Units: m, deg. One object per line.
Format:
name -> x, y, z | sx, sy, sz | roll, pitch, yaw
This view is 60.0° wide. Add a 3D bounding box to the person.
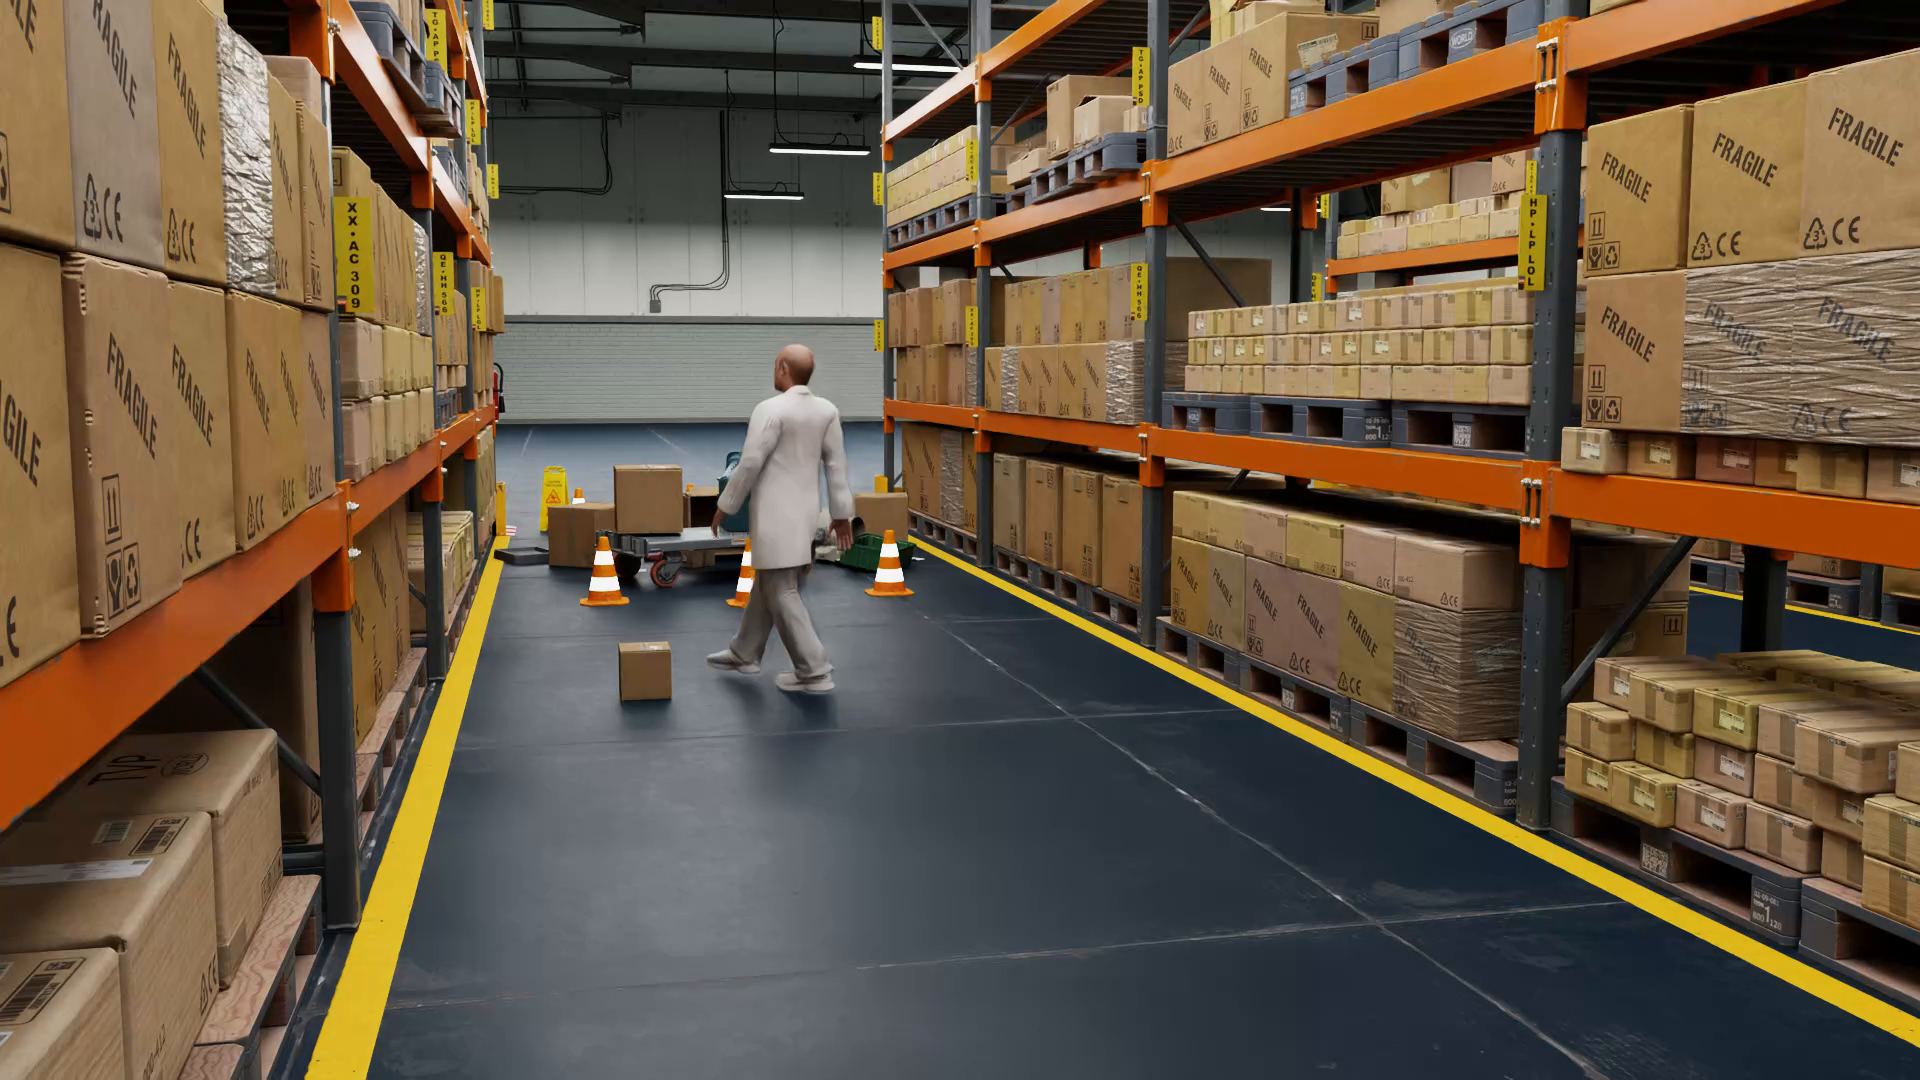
person -> -1.006, -0.120, 8.453 | 0.946, 1.739, 0.654 | 4, 7, 32
